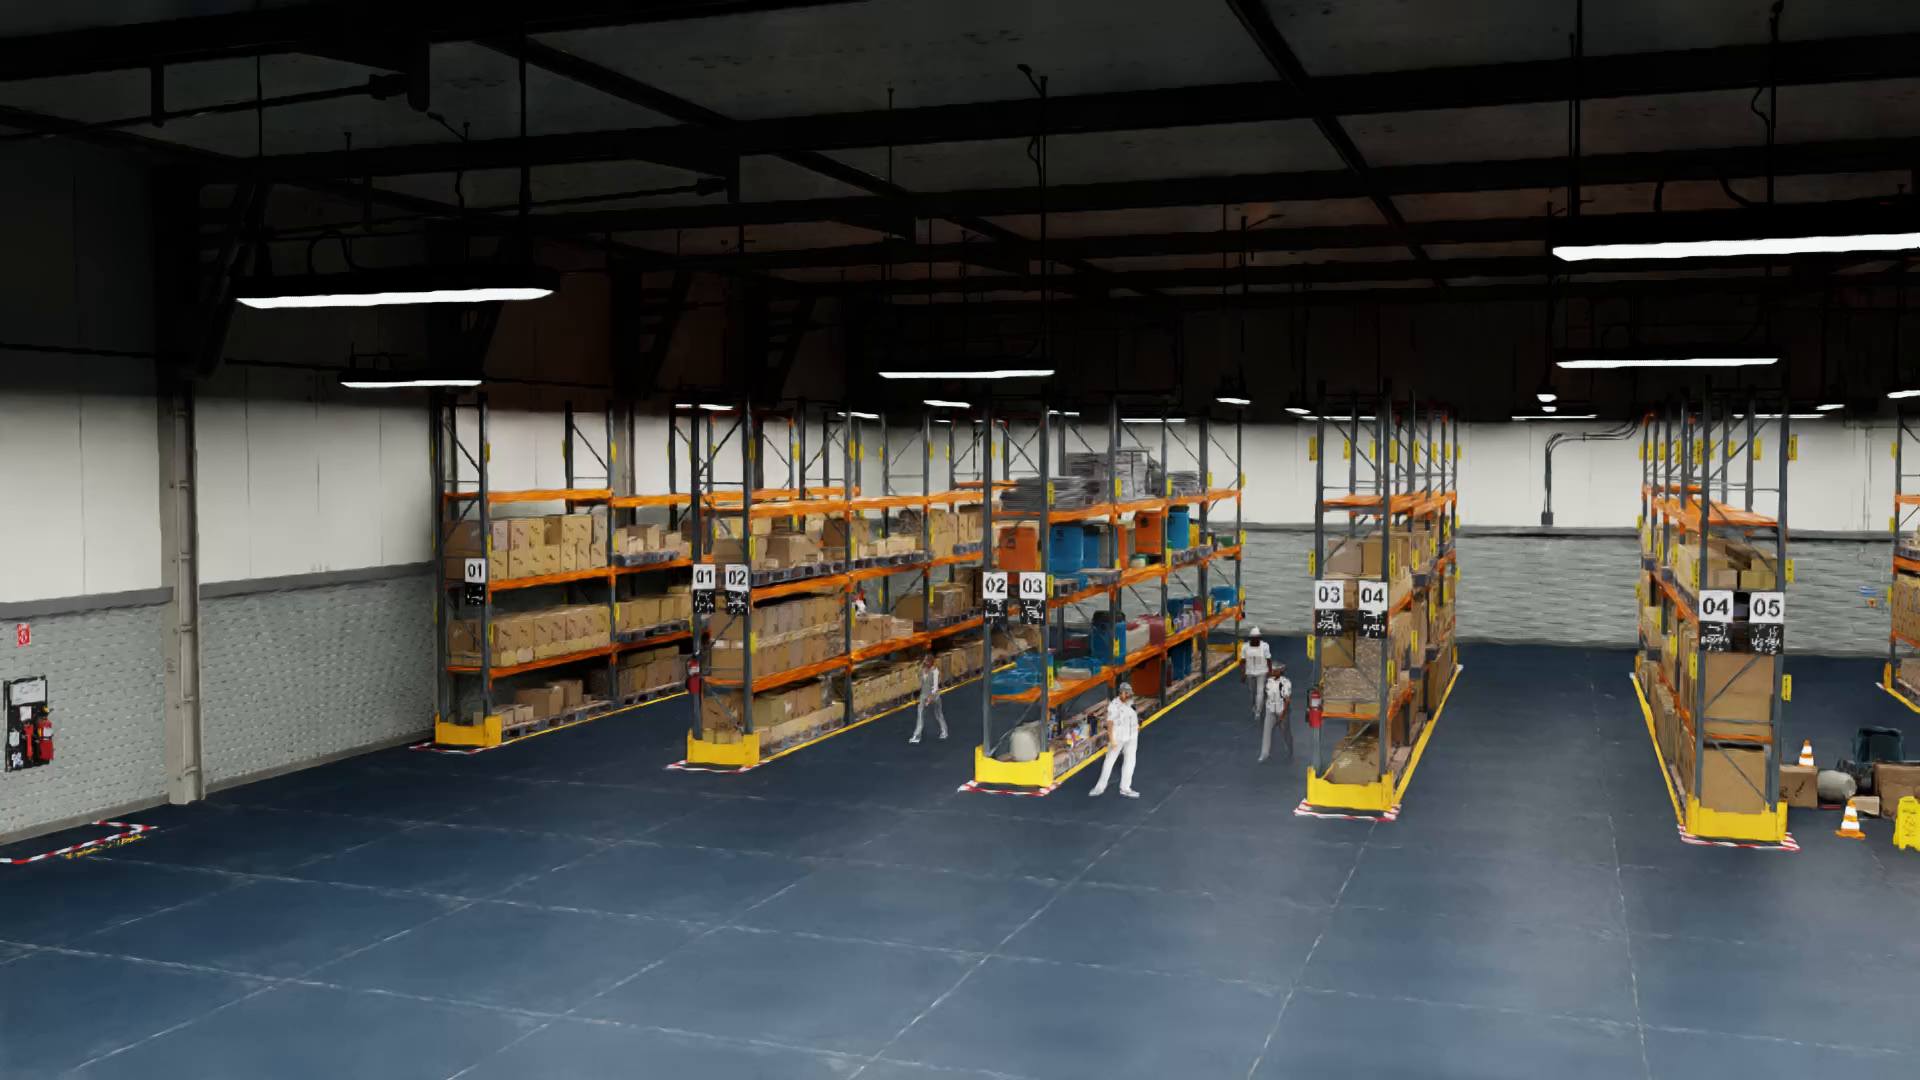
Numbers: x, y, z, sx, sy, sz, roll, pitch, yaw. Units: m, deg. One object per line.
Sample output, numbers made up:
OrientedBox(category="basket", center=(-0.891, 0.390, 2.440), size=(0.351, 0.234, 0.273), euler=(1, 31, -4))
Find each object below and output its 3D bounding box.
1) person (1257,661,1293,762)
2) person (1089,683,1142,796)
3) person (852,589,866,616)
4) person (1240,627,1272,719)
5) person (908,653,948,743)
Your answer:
OrientedBox(category="person", center=(5.126, 2.749, 26.799), size=(0.441, 1.618, 0.992), euler=(2, 3, 29))
OrientedBox(category="person", center=(2.250, 2.895, 24.139), size=(0.704, 1.660, 0.494), euler=(-2, 3, -28))
OrientedBox(category="person", center=(-2.501, 2.021, 39.869), size=(0.556, 1.708, 1.040), euler=(1, 3, 19))
OrientedBox(category="person", center=(5.551, 2.479, 31.314), size=(0.577, 1.691, 1.121), euler=(1, 3, 22))
OrientedBox(category="person", center=(-0.512, 2.699, 28.577), size=(0.408, 1.533, 0.950), euler=(2, 3, 29))
